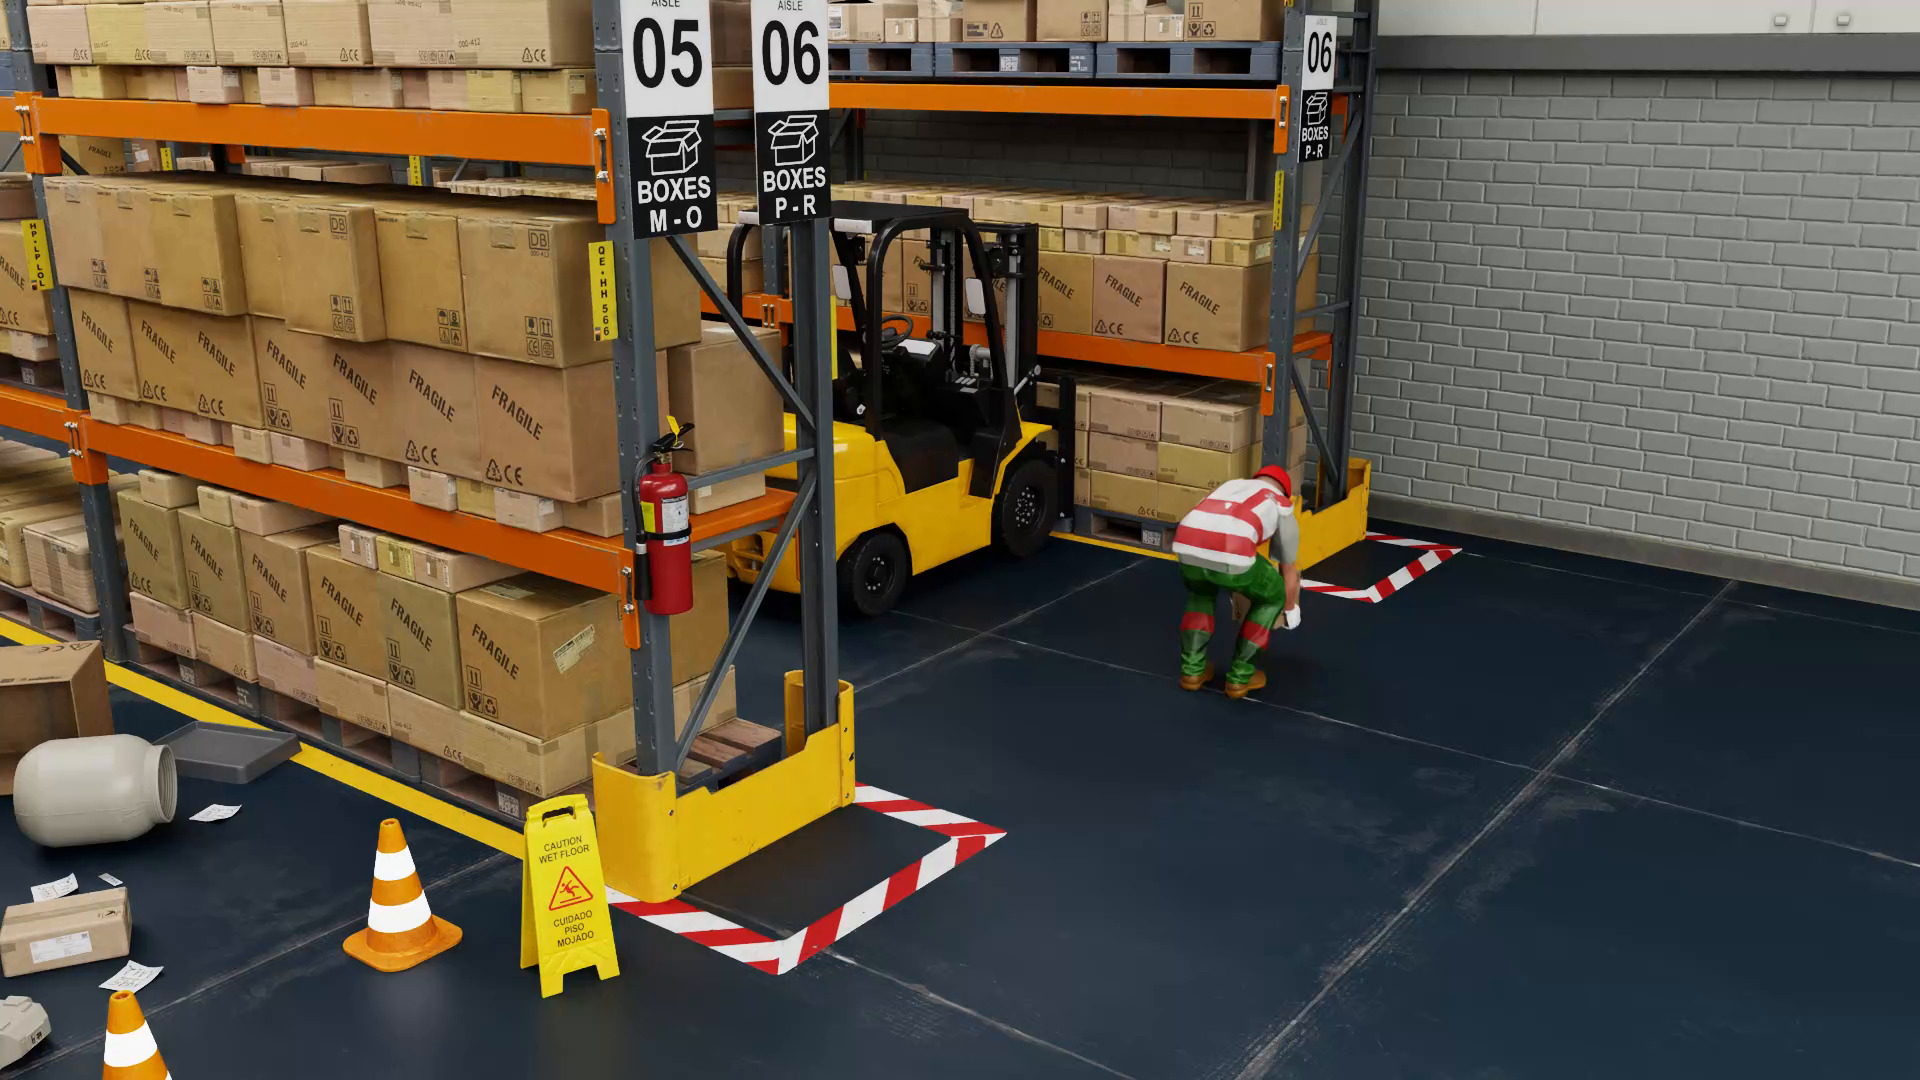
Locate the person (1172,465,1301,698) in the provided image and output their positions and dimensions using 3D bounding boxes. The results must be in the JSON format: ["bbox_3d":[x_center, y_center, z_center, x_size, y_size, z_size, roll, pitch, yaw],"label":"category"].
[{"bbox_3d":[1.374,0.200,8.187,0.530,1.013,0.949,11,19,32],"label":"person"}]
